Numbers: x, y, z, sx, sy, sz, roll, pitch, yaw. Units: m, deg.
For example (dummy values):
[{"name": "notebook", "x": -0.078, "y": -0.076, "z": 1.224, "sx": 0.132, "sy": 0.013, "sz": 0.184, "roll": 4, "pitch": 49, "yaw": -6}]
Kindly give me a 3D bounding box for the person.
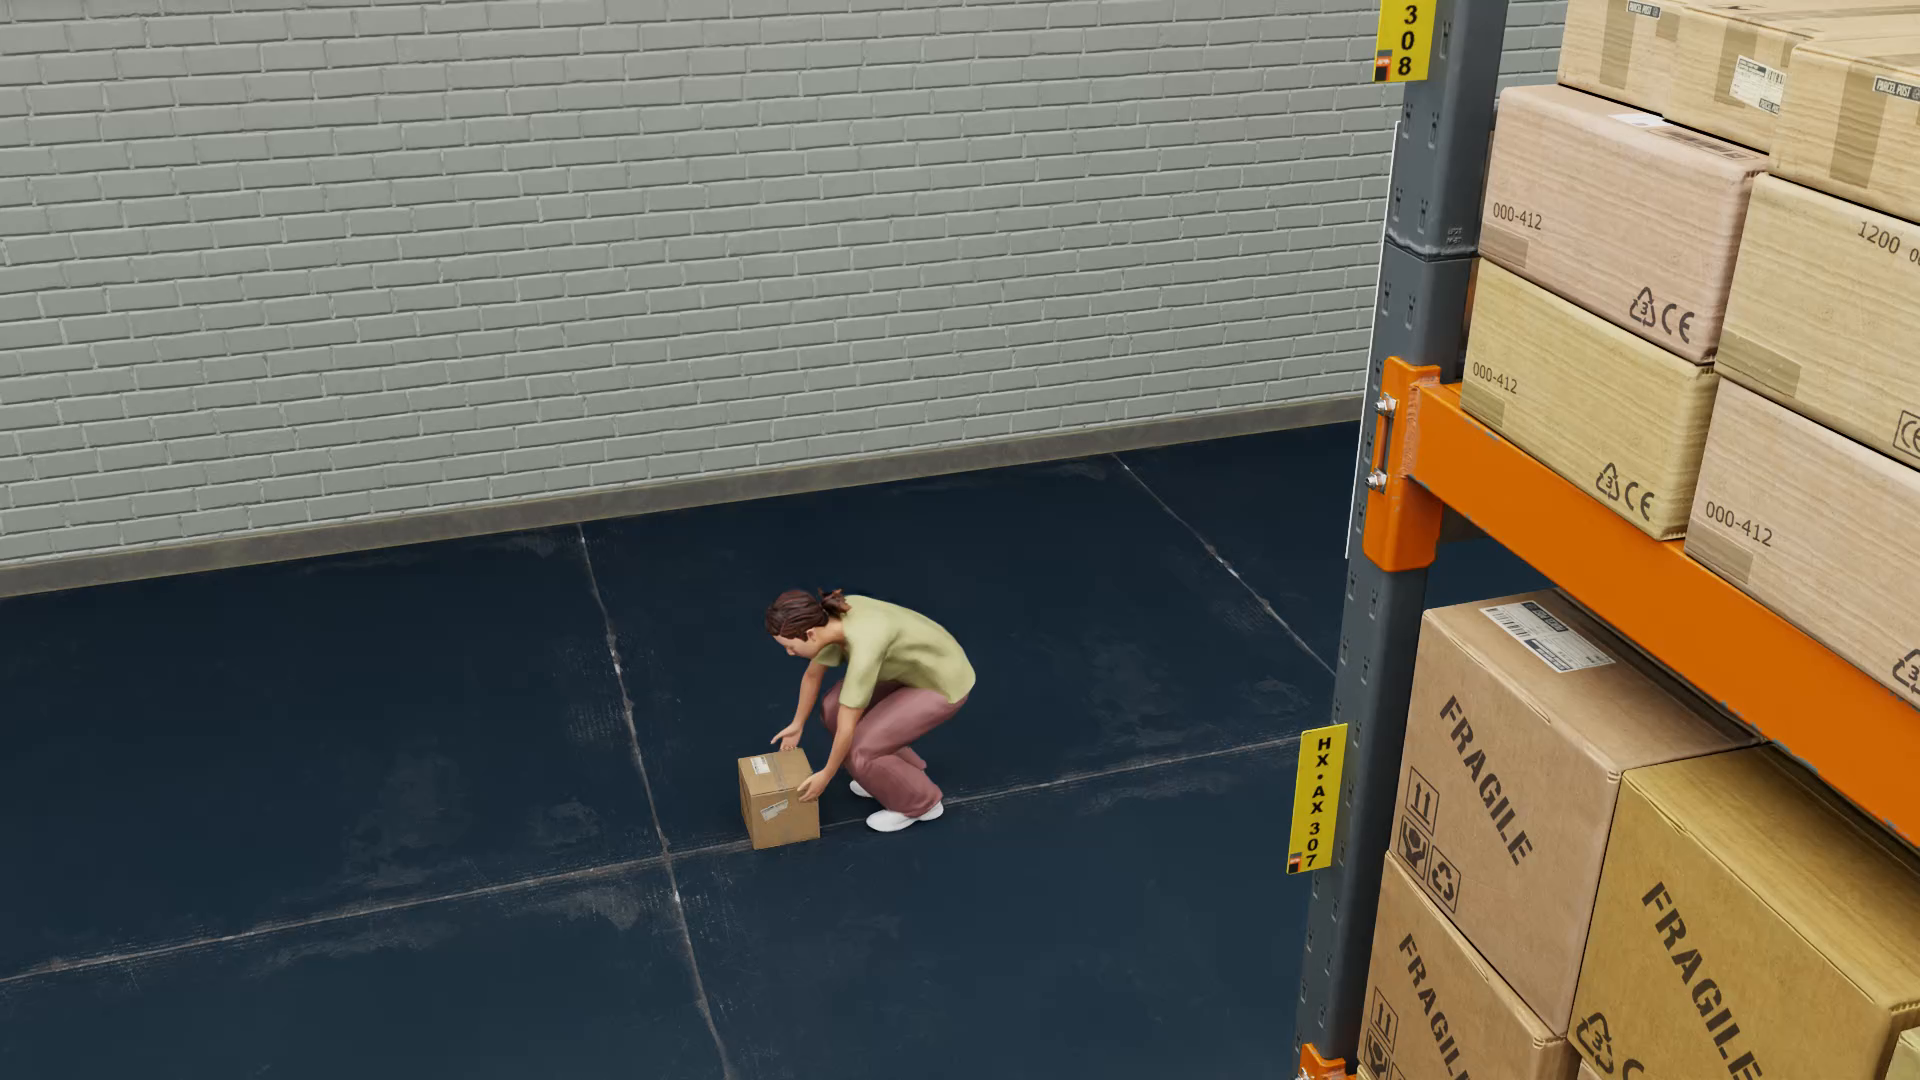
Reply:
[{"name": "person", "x": -0.323, "y": 0.593, "z": 6.159, "sx": 0.777, "sy": 1.023, "sz": 0.496, "roll": -8, "pitch": 28, "yaw": -16}]
